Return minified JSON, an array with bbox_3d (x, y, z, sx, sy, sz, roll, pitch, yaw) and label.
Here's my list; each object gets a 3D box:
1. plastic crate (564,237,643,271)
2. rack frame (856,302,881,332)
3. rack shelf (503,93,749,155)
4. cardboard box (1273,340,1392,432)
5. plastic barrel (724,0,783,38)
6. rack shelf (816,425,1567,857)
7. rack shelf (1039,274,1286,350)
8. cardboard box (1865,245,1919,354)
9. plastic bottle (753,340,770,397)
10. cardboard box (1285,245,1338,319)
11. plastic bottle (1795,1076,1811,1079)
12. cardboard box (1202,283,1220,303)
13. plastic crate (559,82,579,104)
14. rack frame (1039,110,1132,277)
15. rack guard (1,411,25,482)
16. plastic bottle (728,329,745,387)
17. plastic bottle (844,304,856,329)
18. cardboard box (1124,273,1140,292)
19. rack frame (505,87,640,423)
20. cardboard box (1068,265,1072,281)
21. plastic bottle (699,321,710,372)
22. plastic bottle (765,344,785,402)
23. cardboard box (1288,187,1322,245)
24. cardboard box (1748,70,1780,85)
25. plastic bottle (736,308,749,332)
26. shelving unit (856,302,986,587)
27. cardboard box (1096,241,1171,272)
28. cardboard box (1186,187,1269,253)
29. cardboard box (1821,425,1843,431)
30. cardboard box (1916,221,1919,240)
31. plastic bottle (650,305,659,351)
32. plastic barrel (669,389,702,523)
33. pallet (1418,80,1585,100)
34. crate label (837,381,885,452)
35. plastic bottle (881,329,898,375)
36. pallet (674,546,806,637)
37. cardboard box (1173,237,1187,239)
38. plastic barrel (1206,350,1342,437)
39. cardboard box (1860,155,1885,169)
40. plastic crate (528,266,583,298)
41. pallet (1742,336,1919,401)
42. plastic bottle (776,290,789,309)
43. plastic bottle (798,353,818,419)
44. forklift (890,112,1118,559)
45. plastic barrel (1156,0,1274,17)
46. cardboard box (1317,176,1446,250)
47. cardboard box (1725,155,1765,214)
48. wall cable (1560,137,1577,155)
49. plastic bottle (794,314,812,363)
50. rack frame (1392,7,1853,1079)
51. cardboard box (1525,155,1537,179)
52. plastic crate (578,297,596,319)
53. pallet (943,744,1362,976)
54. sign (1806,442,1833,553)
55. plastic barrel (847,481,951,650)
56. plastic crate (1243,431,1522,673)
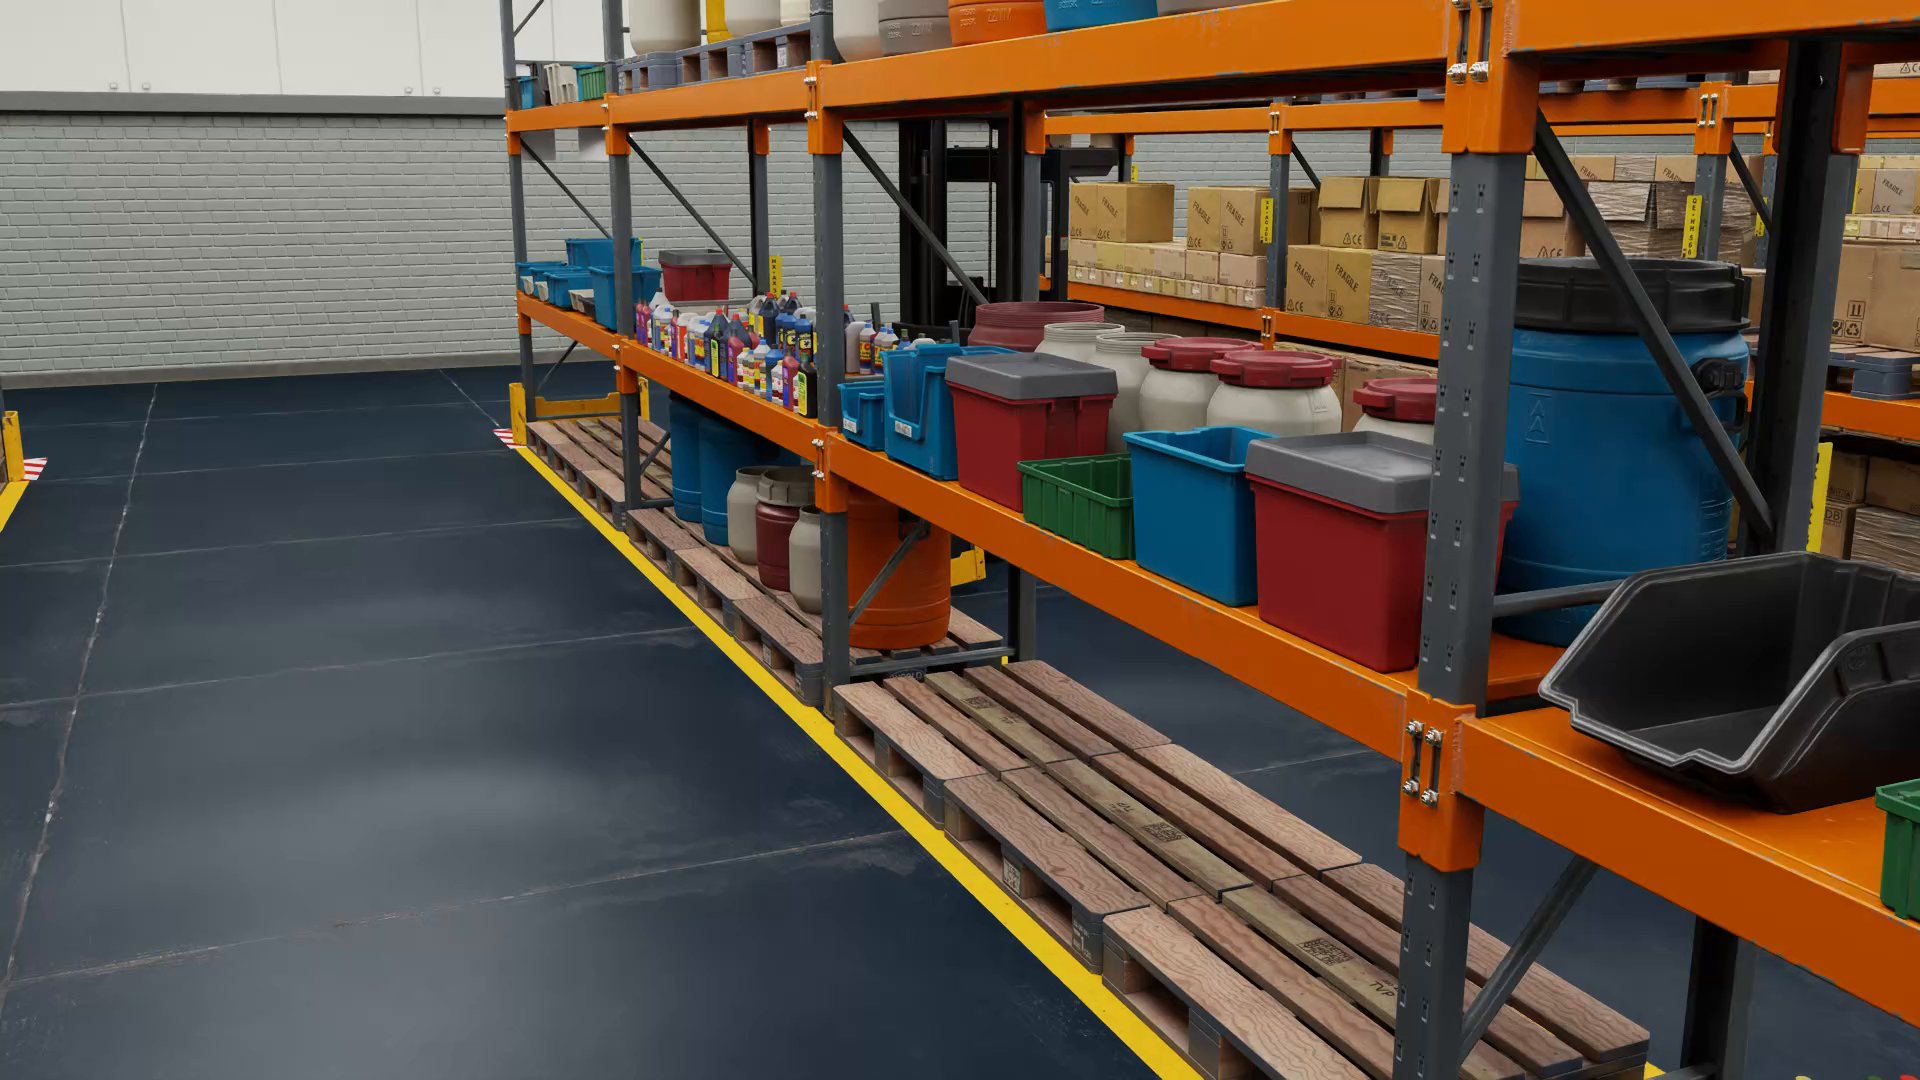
[{"bbox_3d":[-3.031,-2.355,14.180,0.616,0.435,0.499,-6,14,-23],"label":"plastic crate"},{"bbox_3d":[-0.651,-0.666,10.119,0.500,1.500,0.032,-13,19,-25],"label":"rack frame"},{"bbox_3d":[-2.535,-3.058,12.374,1.077,0.370,4.000,-6,14,-23],"label":"rack shelf"},{"bbox_3d":[3.079,-1.020,12.407,1.225,0.875,0.875,-6,14,-23],"label":"cardboard box"},{"bbox_3d":[-0.980,-2.793,8.398,0.433,0.535,0.433,0,13,0],"label":"plastic barrel"},{"bbox_3d":[0.669,0.056,5.571,1.077,0.370,4.000,-6,14,-23],"label":"rack shelf"},{"bbox_3d":[2.003,-2.044,14.645,1.077,0.370,4.000,-6,14,-23],"label":"rack shelf"},{"bbox_3d":[4.975,-1.194,8.224,0.700,0.500,0.500,-3,13,-15],"label":"cardboard box"},{"bbox_3d":[-0.963,-0.844,8.148,0.097,0.271,0.097,0,13,0],"label":"plastic bottle"},{"bbox_3d":[2.759,-1.913,12.259,0.500,0.500,0.500,-6,14,-23],"label":"cardboard box"},{"bbox_3d":[1.901,1.315,3.768,0.097,0.201,0.097,0,13,0],"label":"plastic bottle"},{"bbox_3d":[2.176,-1.999,13.410,0.380,0.149,0.250,-6,14,-24],"label":"cardboard box"},{"bbox_3d":[-2.592,-3.095,11.524,0.293,0.136,0.466,-6,14,-23],"label":"plastic crate"},{"bbox_3d":[1.202,-2.808,16.349,1.000,3.000,0.127,-6,14,-23],"label":"rack frame"},{"bbox_3d":[-7.846,-0.680,12.701,1.175,0.500,0.348,-6,14,-23],"label":"rack guard"},{"bbox_3d":[-1.143,-0.932,8.503,0.061,0.283,0.133,-6,14,-23],"label":"plastic bottle"},{"bbox_3d":[-0.625,-1.122,9.175,0.144,0.351,0.185,-6,14,-23],"label":"plastic bottle"},{"bbox_3d":[1.659,-2.265,14.560,0.380,0.149,0.250,-6,14,-24],"label":"cardboard box"},{"bbox_3d":[-3.336,-2.360,14.417,1.000,3.000,0.127,-6,14,-23],"label":"rack frame"},{"bbox_3d":[1.146,-2.529,15.704,0.380,0.149,0.250,-6,14,-24],"label":"cardboard box"},{"bbox_3d":[-1.374,-1.056,9.064,0.097,0.271,0.097,0,13,0],"label":"plastic bottle"},{"bbox_3d":[-0.885,-0.803,7.974,0.097,0.271,0.097,0,13,0],"label":"plastic bottle"},{"bbox_3d":[2.846,-2.541,13.205,0.500,0.500,0.500,-6,14,-23],"label":"cardboard box"},{"bbox_3d":[4.361,-2.423,8.368,0.500,0.250,0.500,-5,14,-22],"label":"cardboard box"},{"bbox_3d":[-1.387,-1.370,10.577,0.097,0.201,0.097,0,13,0],"label":"plastic bottle"},{"bbox_3d":[-0.418,-0.555,9.692,0.587,1.500,1.083,-13,19,-25],"label":"shelving unit"},{"bbox_3d":[1.559,-2.545,14.888,0.500,0.250,0.500,-6,14,-25],"label":"cardboard box"},{"bbox_3d":[2.178,-2.593,13.432,0.500,0.500,0.500,-5,14,-22],"label":"cardboard box"},{"bbox_3d":[7.442,-1.219,14.096,0.500,0.500,0.500,-5,14,-21],"label":"cardboard box"},{"bbox_3d":[7.644,-2.391,12.853,0.380,0.149,0.250,-5,14,-21],"label":"cardboard box"},{"bbox_3d":[-1.823,-1.287,10.065,0.097,0.271,0.097,0,13,0],"label":"plastic bottle"},{"bbox_3d":[-1.532,-0.602,10.543,0.600,0.901,0.708,-6,14,-23],"label":"plastic barrel"},{"bbox_3d":[3.649,-2.883,10.442,1.003,0.211,1.213,-5,14,-20],"label":"pallet"},{"bbox_3d":[-0.307,-0.505,6.772,0.303,0.233,0.416,-6,14,-23],"label":"crate label"},{"bbox_3d":[-0.362,-0.961,8.654,0.097,0.271,0.097,0,13,0],"label":"plastic bottle"},{"bbox_3d":[-0.971,0.240,9.365,1.003,0.211,1.213,-6,14,-23],"label":"pallet"},{"bbox_3d":[1.842,-2.699,15.551,0.500,0.250,0.500,-6,14,-24],"label":"cardboard box"},{"bbox_3d":[0.994,-0.317,5.284,0.433,0.535,0.433,0,13,0],"label":"plastic barrel"},{"bbox_3d":[10.462,-4.292,18.884,0.380,0.149,0.250,-6,14,-25],"label":"cardboard box"},{"bbox_3d":[-3.276,-2.091,13.492,0.416,0.233,0.300,-6,14,-23],"label":"plastic crate"},{"bbox_3d":[4.789,-0.924,8.635,1.213,0.211,1.003,-6,14,-23],"label":"pallet"},{"bbox_3d":[-1.066,-1.350,10.159,0.144,0.351,0.185,-6,14,-23],"label":"plastic bottle"},{"bbox_3d":[-0.685,-0.696,7.483,0.061,0.283,0.133,-6,14,-23],"label":"plastic bottle"},{"bbox_3d":[0.347,-1.545,11.044,1.130,2.935,3.031,9,16,33],"label":"forklift"},{"bbox_3d":[0.806,-1.807,4.263,0.600,0.901,0.600,0,13,0],"label":"plastic barrel"},{"bbox_3d":[3.067,-2.388,12.087,0.797,0.503,0.637,-6,14,-24],"label":"cardboard box"},{"bbox_3d":[6.953,-3.162,14.781,0.500,0.500,0.500,-6,14,-25],"label":"cardboard box"},{"bbox_3d":[9.297,-5.491,25.691,0.588,1.984,0.122,-6,14,-23],"label":"wall cable"},{"bbox_3d":[-0.892,-1.149,9.466,0.097,0.271,0.097,0,13,0],"label":"plastic bottle"},{"bbox_3d":[1.473,0.118,3.706,0.949,2.616,0.053,-6,14,-23],"label":"rack frame"},{"bbox_3d":[5.931,-3.695,17.085,0.500,0.500,0.500,-5,14,-21],"label":"cardboard box"},{"bbox_3d":[-2.429,-1.636,11.764,0.437,0.125,0.590,-6,14,-23],"label":"plastic crate"},{"bbox_3d":[0.628,1.066,5.795,1.003,0.211,1.213,-6,14,-23],"label":"pallet"},{"bbox_3d":[1.979,-0.064,3.878,0.100,0.325,0.005,-6,14,-23],"label":"sign"},{"bbox_3d":[-0.343,0.045,7.903,0.600,0.830,0.708,-6,14,-23],"label":"plastic barrel"},{"bbox_3d":[0.996,0.015,4.010,0.402,0.464,0.583,-6,14,-23],"label":"plastic crate"}]
